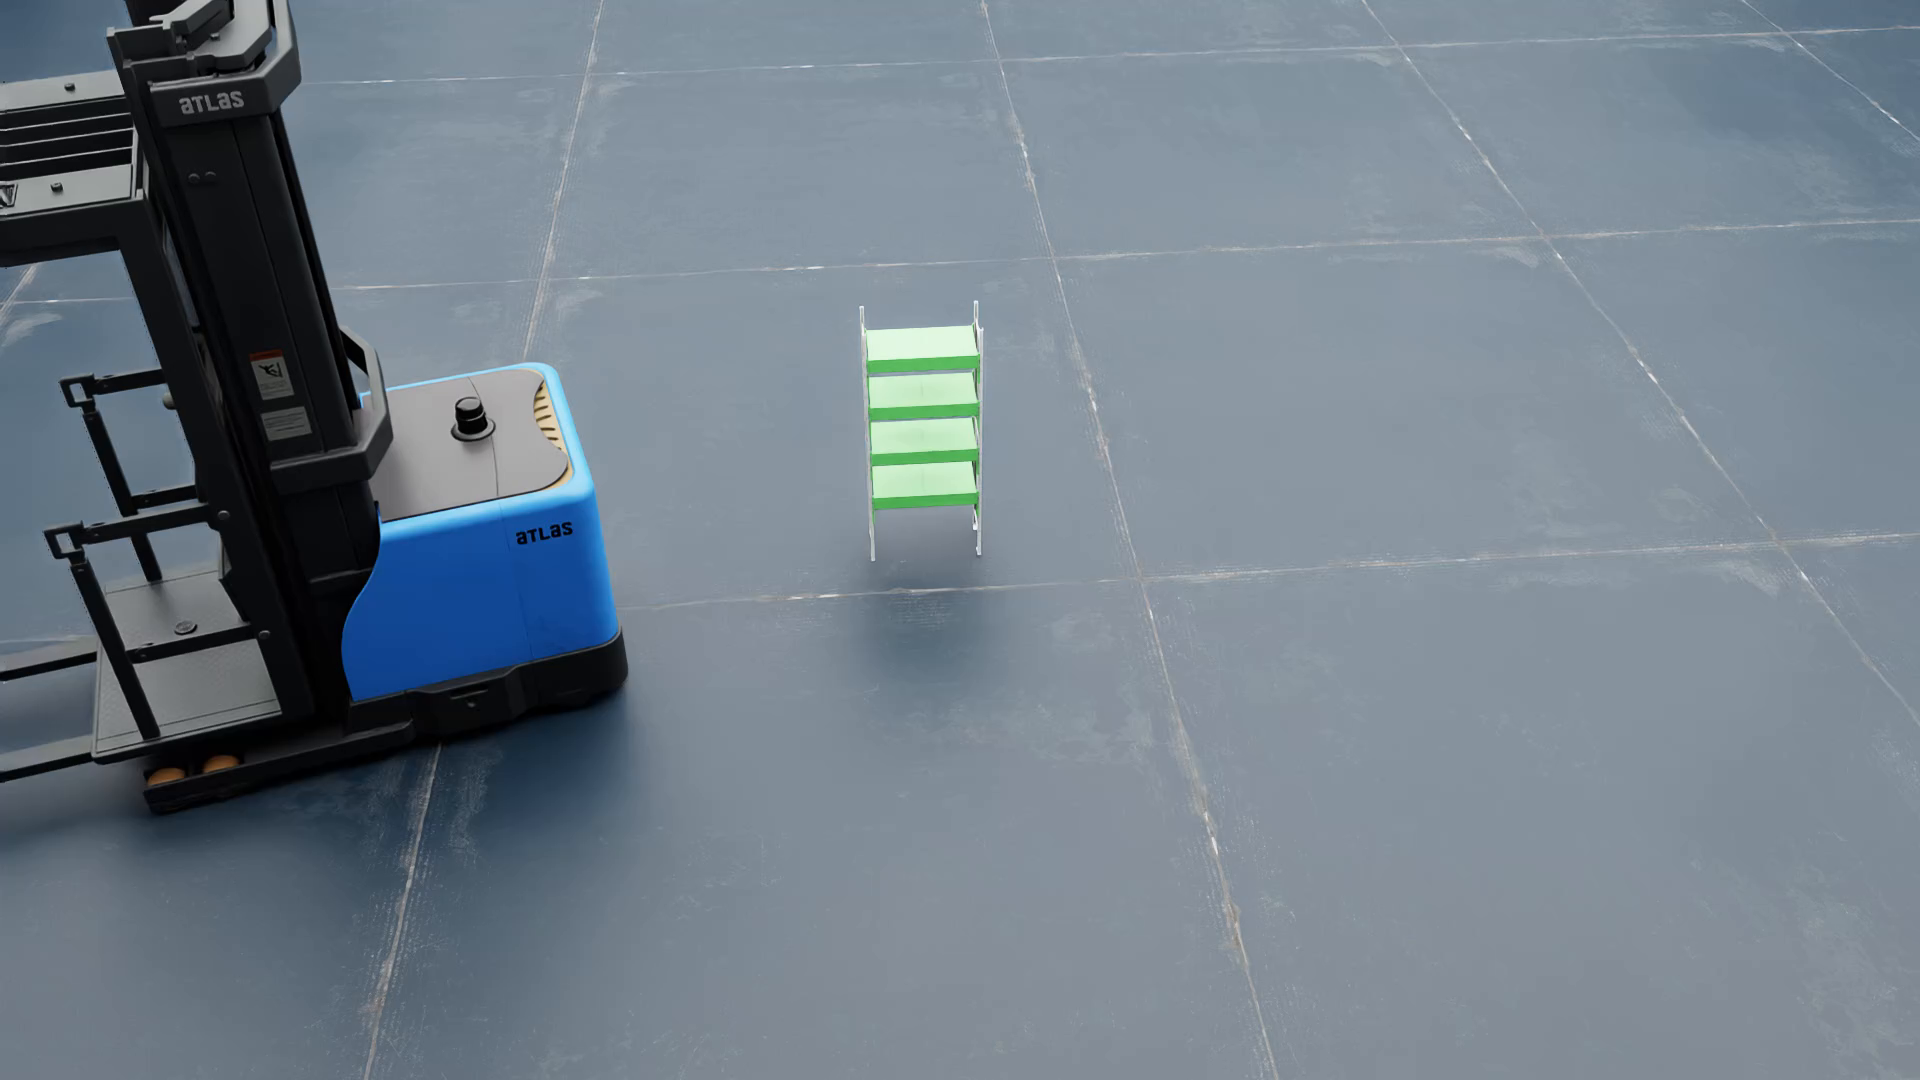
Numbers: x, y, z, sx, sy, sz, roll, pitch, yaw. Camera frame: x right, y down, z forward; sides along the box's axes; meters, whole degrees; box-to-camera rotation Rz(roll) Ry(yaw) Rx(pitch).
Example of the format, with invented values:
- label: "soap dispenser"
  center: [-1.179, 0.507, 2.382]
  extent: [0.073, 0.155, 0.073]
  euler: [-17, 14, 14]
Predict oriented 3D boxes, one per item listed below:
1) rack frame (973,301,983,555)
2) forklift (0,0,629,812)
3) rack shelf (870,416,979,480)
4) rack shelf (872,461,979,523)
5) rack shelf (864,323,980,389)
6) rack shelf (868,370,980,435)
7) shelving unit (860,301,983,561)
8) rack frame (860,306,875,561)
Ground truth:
- label: "rack frame"
  center: [0.078, -0.475, 7.384]
  extent: [0.015, 1.200, 0.240]
  euler: [-3, 38, -4]
- label: "forklift"
  center: [-2.954, -0.478, 5.990]
  extent: [3.031, 2.935, 1.130]
  euler: [-13, 40, -16]
- label: "rack shelf"
  center: [-0.165, -0.412, 7.406]
  extent: [0.480, 0.148, 0.258]
  euler: [-3, 38, -4]
- label: "rack shelf"
  center: [-0.165, -0.223, 7.555]
  extent: [0.480, 0.148, 0.258]
  euler: [-3, 38, -4]
- label: "rack shelf"
  center: [-0.165, -0.789, 7.109]
  extent: [0.480, 0.148, 0.258]
  euler: [-3, 38, -4]
- label: "rack shelf"
  center: [-0.165, -0.600, 7.258]
  extent: [0.480, 0.148, 0.258]
  euler: [-3, 38, -4]
- label: "shelving unit"
  center: [-0.165, -0.462, 7.367]
  extent: [0.503, 1.200, 0.258]
  euler: [-3, 38, -4]
- label: "rack frame"
  center: [-0.408, -0.449, 7.350]
  extent: [0.015, 1.200, 0.240]
  euler: [-3, 38, -4]
